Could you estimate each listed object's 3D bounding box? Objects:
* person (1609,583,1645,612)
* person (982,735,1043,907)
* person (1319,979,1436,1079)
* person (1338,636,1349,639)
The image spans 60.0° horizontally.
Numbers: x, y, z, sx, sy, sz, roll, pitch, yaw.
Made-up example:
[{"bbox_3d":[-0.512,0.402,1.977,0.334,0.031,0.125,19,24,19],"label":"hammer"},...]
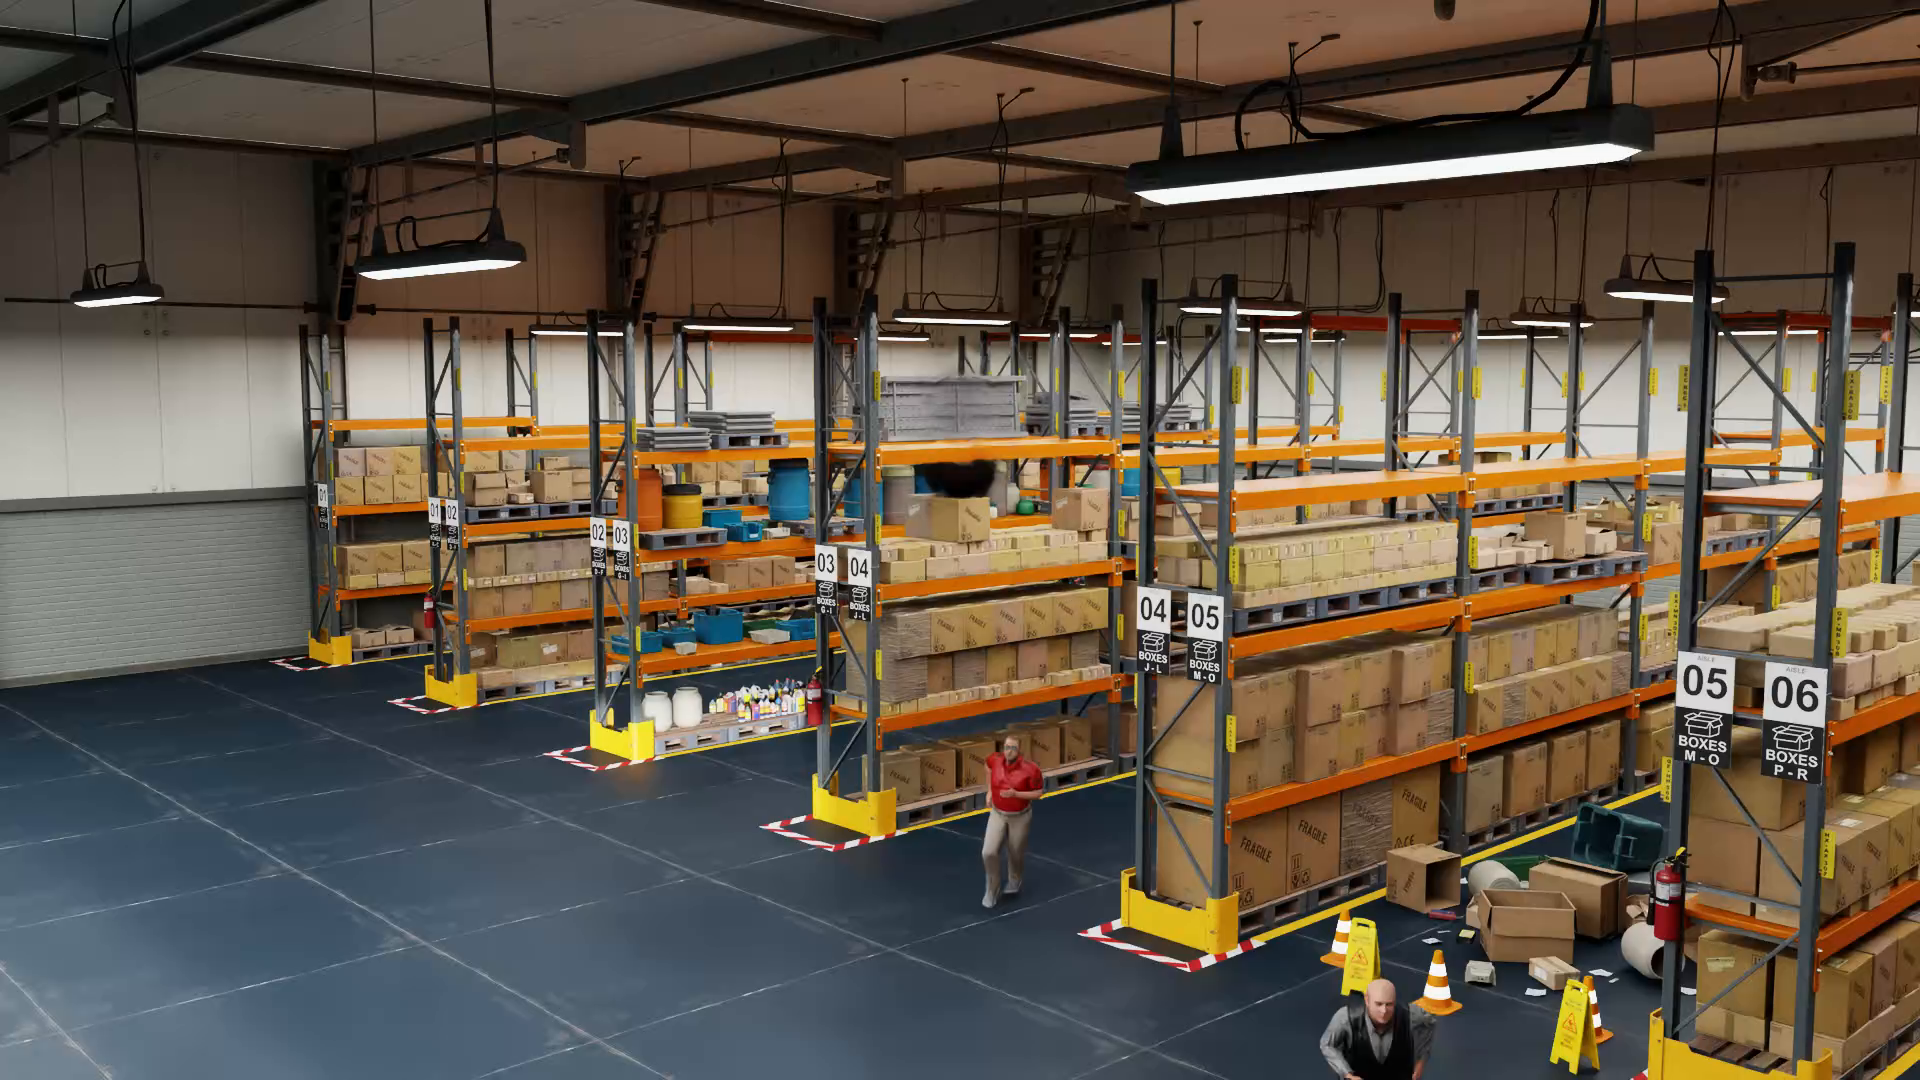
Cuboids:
[{"bbox_3d":[11.327,1.491,28.287,0.625,1.629,0.797,3,7,31],"label":"person"},{"bbox_3d":[0.506,2.735,16.115,0.643,1.777,0.814,2,6,16],"label":"person"},{"bbox_3d":[2.506,3.354,10.082,0.696,1.678,0.979,0,6,4],"label":"person"},{"bbox_3d":[5.061,2.108,21.695,0.728,1.792,0.838,4,7,37],"label":"person"}]
